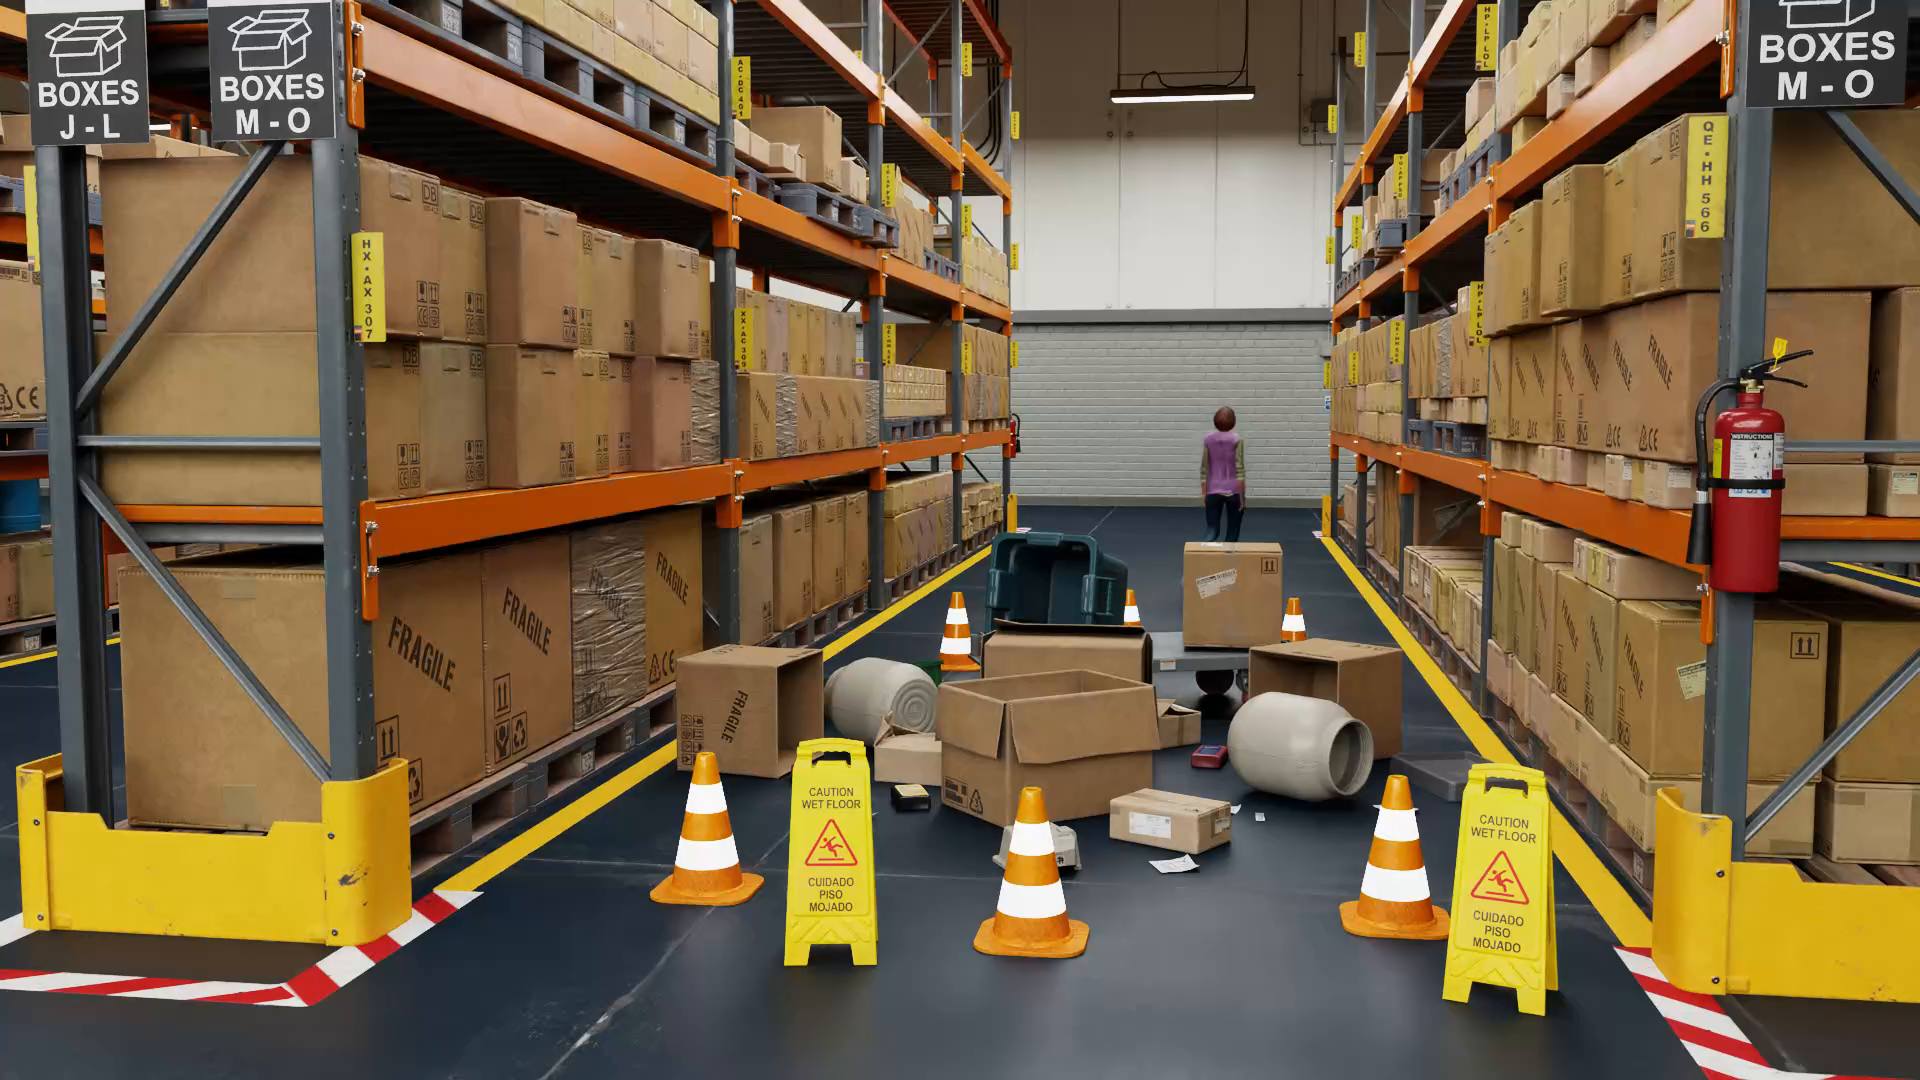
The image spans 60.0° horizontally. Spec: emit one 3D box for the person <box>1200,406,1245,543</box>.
[{"bbox_3d":[2.327,-0.399,14.792,0.413,1.582,0.606,2,5,23],"label":"person"}]
